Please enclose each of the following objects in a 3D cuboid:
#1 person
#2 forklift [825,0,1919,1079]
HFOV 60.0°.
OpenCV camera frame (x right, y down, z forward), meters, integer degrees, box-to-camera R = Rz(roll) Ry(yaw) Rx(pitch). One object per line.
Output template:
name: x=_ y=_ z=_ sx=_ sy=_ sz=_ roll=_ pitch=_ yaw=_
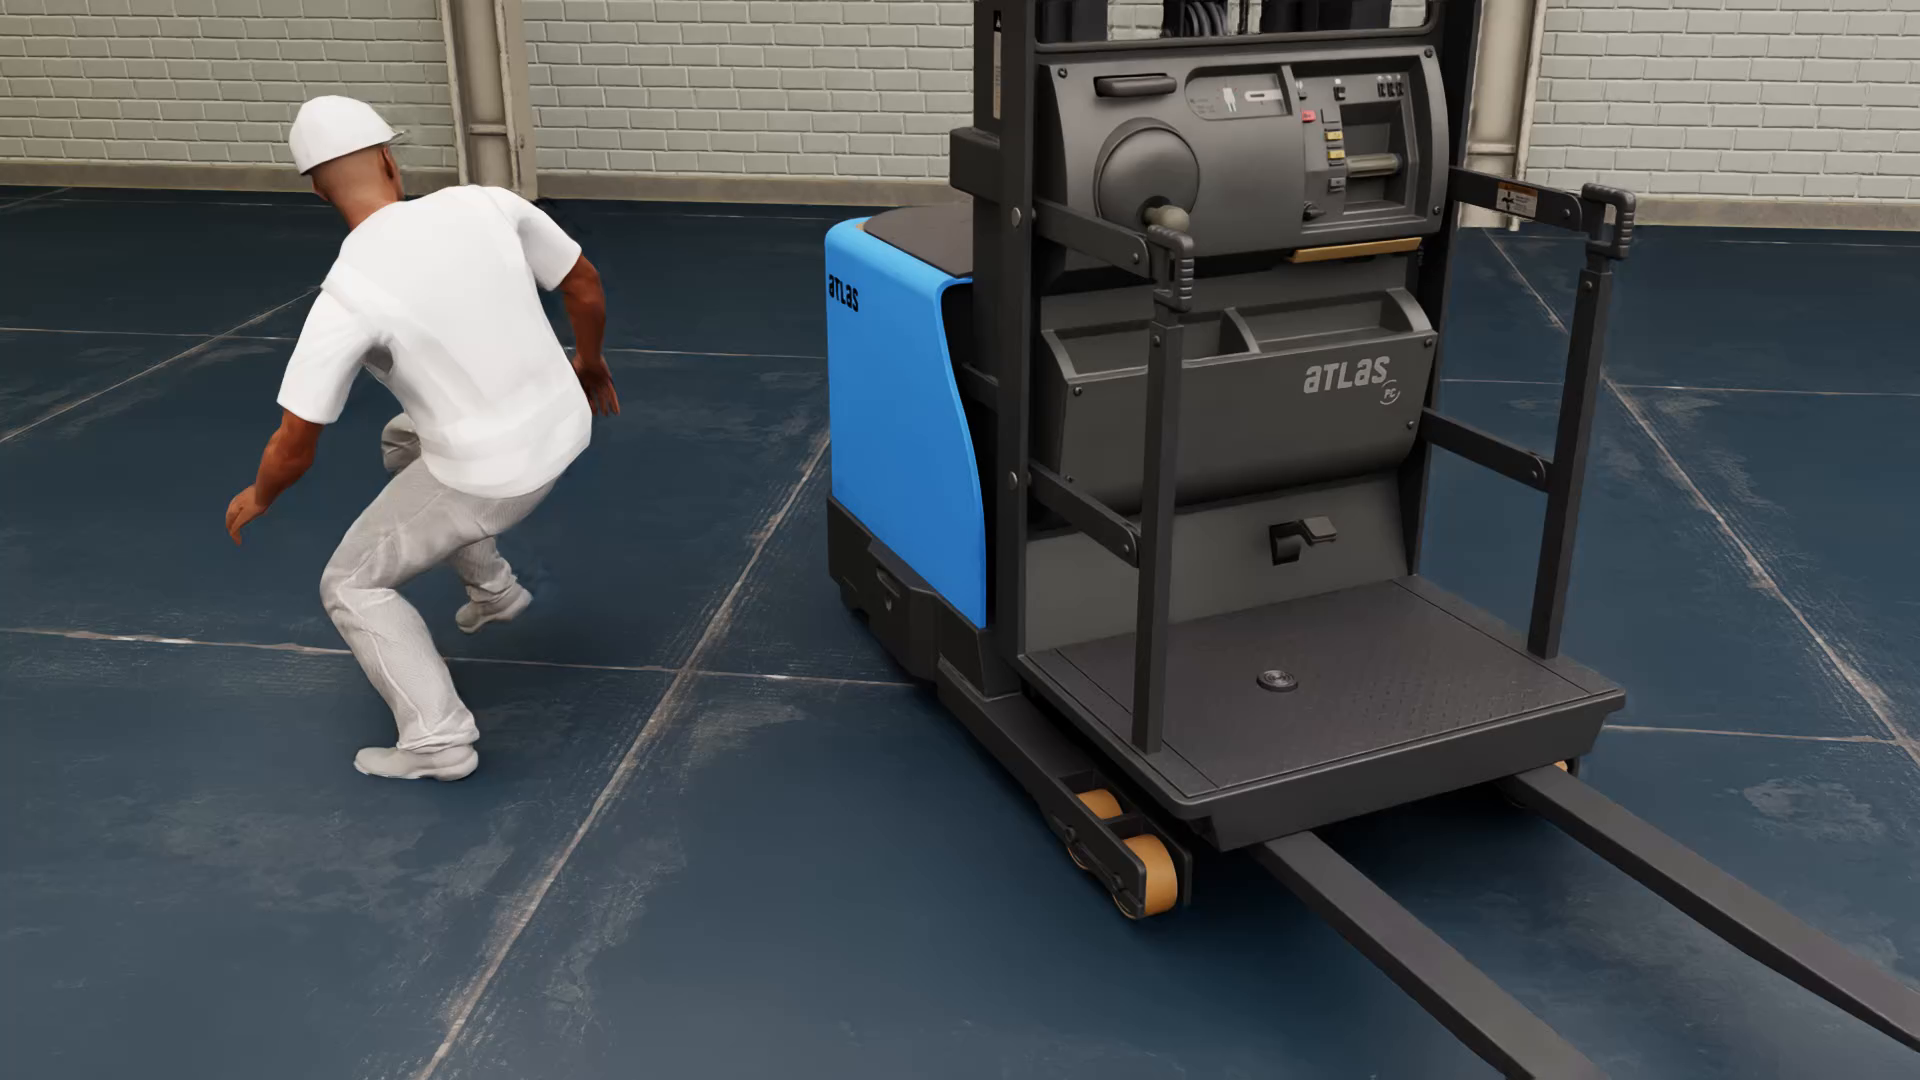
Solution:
person: x=-1.235 y=-0.268 z=3.884 sx=0.693 sy=1.521 sz=0.841 roll=9 pitch=24 yaw=21
forklift: x=0.699 y=-0.791 z=3.218 sx=1.130 sy=2.935 sz=3.031 roll=-10 pitch=24 yaw=-23
